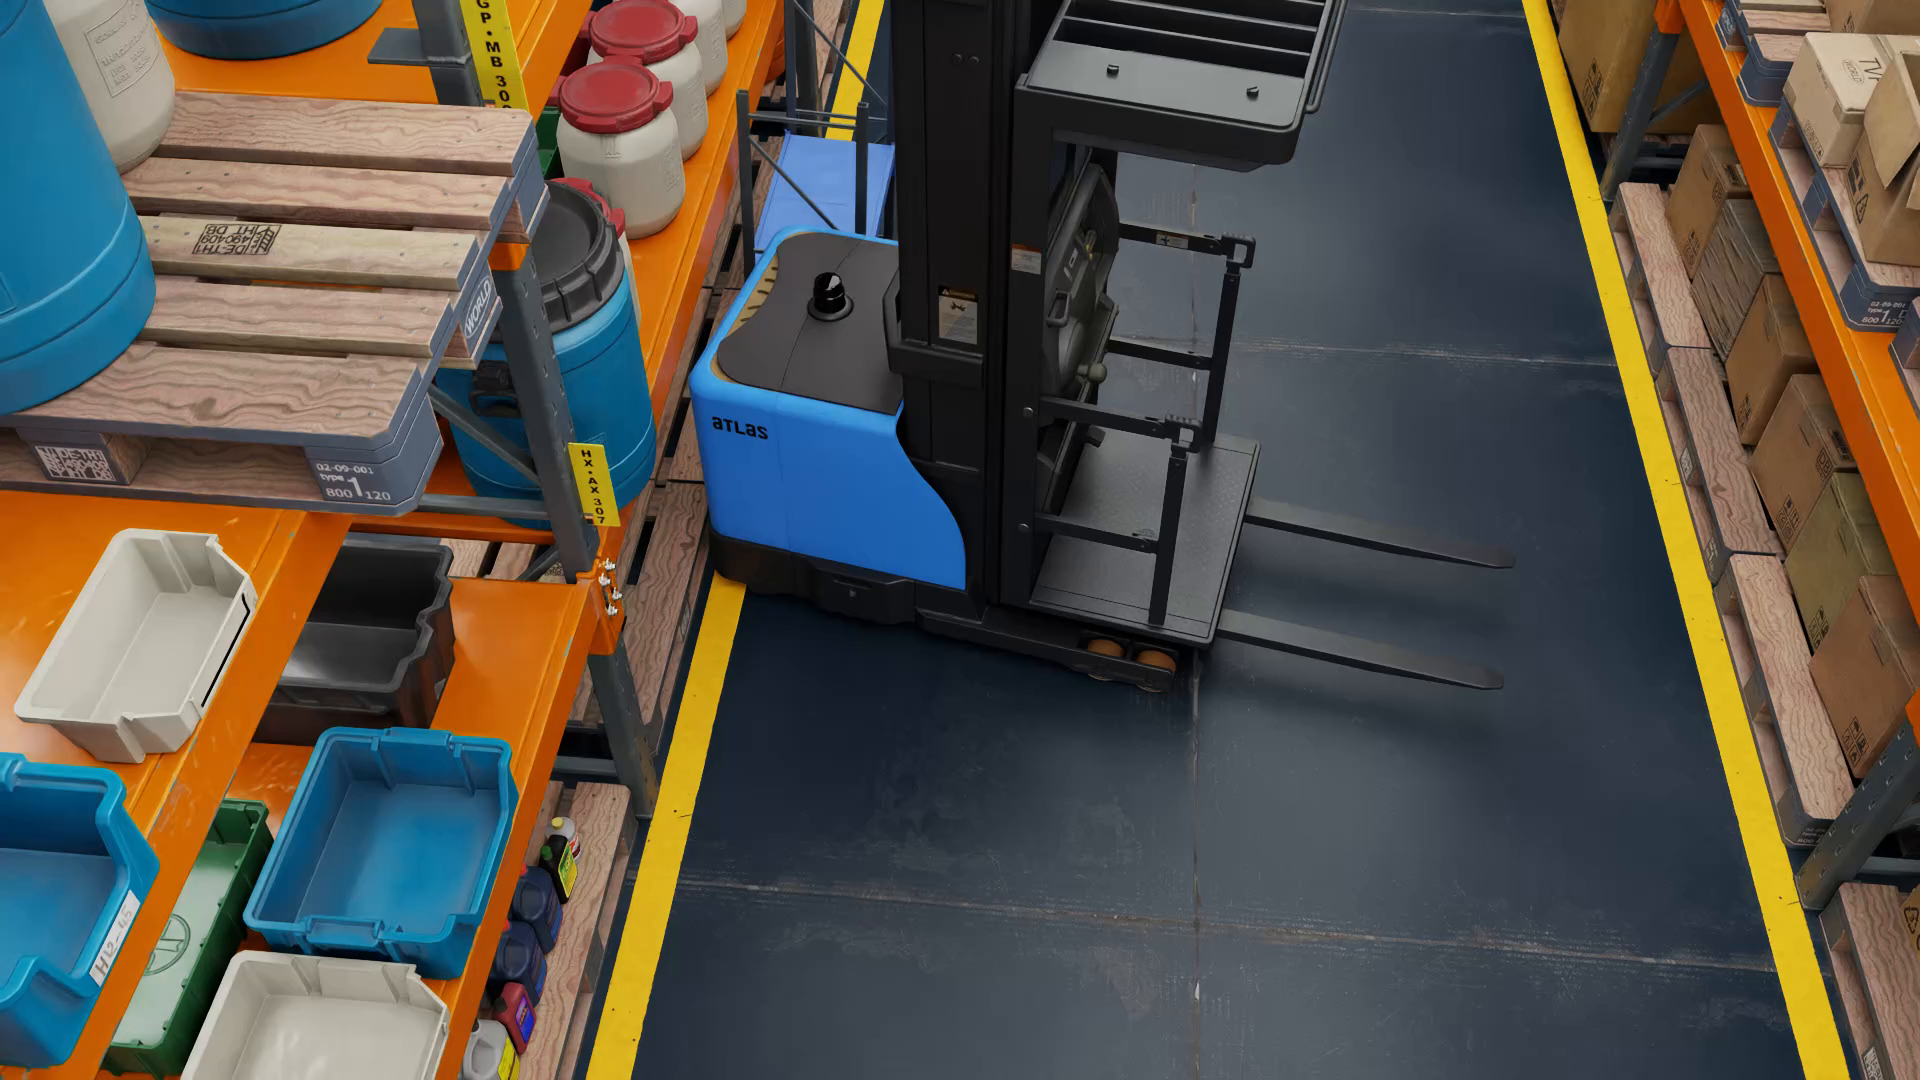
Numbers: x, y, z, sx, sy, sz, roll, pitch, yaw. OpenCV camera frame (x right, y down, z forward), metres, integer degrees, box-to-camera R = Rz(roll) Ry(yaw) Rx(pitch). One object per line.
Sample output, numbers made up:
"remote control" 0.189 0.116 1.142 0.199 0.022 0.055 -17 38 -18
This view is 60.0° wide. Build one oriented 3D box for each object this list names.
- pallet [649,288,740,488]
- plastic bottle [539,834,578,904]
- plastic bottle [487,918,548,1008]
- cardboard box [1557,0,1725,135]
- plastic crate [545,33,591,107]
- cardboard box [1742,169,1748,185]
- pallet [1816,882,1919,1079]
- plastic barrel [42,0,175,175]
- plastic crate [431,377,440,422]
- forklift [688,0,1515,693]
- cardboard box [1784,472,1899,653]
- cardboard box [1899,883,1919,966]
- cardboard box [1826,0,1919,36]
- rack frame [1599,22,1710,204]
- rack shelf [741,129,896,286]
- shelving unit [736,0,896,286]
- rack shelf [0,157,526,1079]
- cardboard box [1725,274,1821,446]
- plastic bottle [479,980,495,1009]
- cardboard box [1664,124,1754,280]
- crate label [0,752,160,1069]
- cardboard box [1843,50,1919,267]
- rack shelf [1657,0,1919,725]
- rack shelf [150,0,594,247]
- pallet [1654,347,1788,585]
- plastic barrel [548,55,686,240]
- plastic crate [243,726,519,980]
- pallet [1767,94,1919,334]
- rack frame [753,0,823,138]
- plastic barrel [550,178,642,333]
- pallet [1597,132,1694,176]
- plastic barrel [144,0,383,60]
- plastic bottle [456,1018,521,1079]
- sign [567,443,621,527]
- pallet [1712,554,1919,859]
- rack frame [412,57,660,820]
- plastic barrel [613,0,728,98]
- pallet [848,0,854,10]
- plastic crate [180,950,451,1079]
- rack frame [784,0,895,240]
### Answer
"pallet" -1.437 -0.642 7.221 1.003 0.211 1.213 4 48 4
"plastic bottle" -1.294 1.039 5.336 0.061 0.283 0.133 6 48 5
"plastic bottle" -1.368 1.274 5.075 0.144 0.351 0.185 2 48 2
"cardboard box" 3.802 -2.642 8.314 1.225 0.875 0.875 2 48 2
"plastic crate" -1.666 -1.899 6.437 0.402 0.464 0.583 4 48 4
"cardboard box" 3.687 -1.775 7.254 0.500 0.250 0.500 6 48 5
"pallet" 3.328 1.665 5.110 1.003 0.211 1.213 4 48 4
"plastic barrel" -1.813 -0.994 3.259 0.421 0.512 0.421 0 48 0
"plastic crate" -1.839 -0.503 5.160 0.402 0.464 0.583 4 48 4
"forklift" 0.597 -0.858 5.575 3.031 2.935 1.130 12 49 11
"cardboard box" 3.494 0.124 6.025 0.700 0.500 0.500 4 48 3
"cardboard box" 3.278 1.221 5.036 0.500 0.500 0.500 3 48 2
"cardboard box" 3.758 -2.070 6.284 0.700 0.500 0.500 10 48 9
"rack frame" 3.719 -2.711 7.223 1.000 3.000 0.127 4 48 4
"rack shelf" -0.594 -1.409 7.272 0.538 0.185 1.000 7 48 1
"shelving unit" -0.584 -1.530 7.139 0.538 1.500 1.048 7 48 1
"rack shelf" -1.761 0.595 2.654 1.077 0.370 4.000 4 48 4
"cardboard box" 3.595 -0.697 6.776 0.700 0.500 0.500 7 48 7
"plastic bottle" -1.517 1.308 5.095 0.152 0.276 0.135 4 48 4
"cardboard box" 3.677 -1.522 7.531 0.700 0.500 0.500 2 48 1
"crate label" -1.443 0.519 2.336 0.502 0.251 0.408 4 48 4
"cardboard box" 3.420 -1.229 5.512 0.797 0.503 0.637 8 48 8
"rack shelf" 3.536 -0.999 6.144 1.077 0.370 4.000 4 48 4
"rack shelf" -1.396 -2.344 5.342 1.077 0.370 4.000 4 48 4
"pallet" 3.532 -0.302 6.909 1.003 0.211 1.213 4 48 4
"plastic barrel" -1.206 -1.378 5.912 0.433 0.535 0.433 0 48 0
"plastic crate" -1.409 0.777 4.134 0.499 0.251 0.616 4 48 4
"pallet" 3.579 -1.189 5.961 1.003 0.211 1.213 4 48 4
"rack frame" -1.214 -3.044 7.528 1.000 3.000 0.127 4 48 4
"plastic barrel" -1.273 -0.839 5.419 0.433 0.535 0.433 0 48 0
"pallet" 3.865 -2.344 8.777 1.003 0.211 1.213 4 48 4
"plastic barrel" -1.748 -1.675 3.902 0.600 0.901 0.708 4 48 4
"plastic bottle" -1.397 1.512 4.858 0.144 0.351 0.185 4 48 3
"sign" -1.032 -0.153 4.696 0.100 0.325 0.005 4 48 4
"pallet" 3.423 0.597 6.087 1.003 0.211 1.213 4 48 4
"rack frame" -1.578 -0.105 4.839 1.000 3.000 0.127 4 48 4
"plastic barrel" -1.133 -2.002 6.499 0.421 0.512 0.421 0 48 0
"pallet" -1.070 -3.579 9.907 1.003 0.211 1.213 4 48 4
"plastic crate" -1.474 1.194 3.830 0.530 0.136 0.437 4 48 4
"rack frame" -0.532 -1.903 7.480 0.500 1.500 0.032 7 48 1
